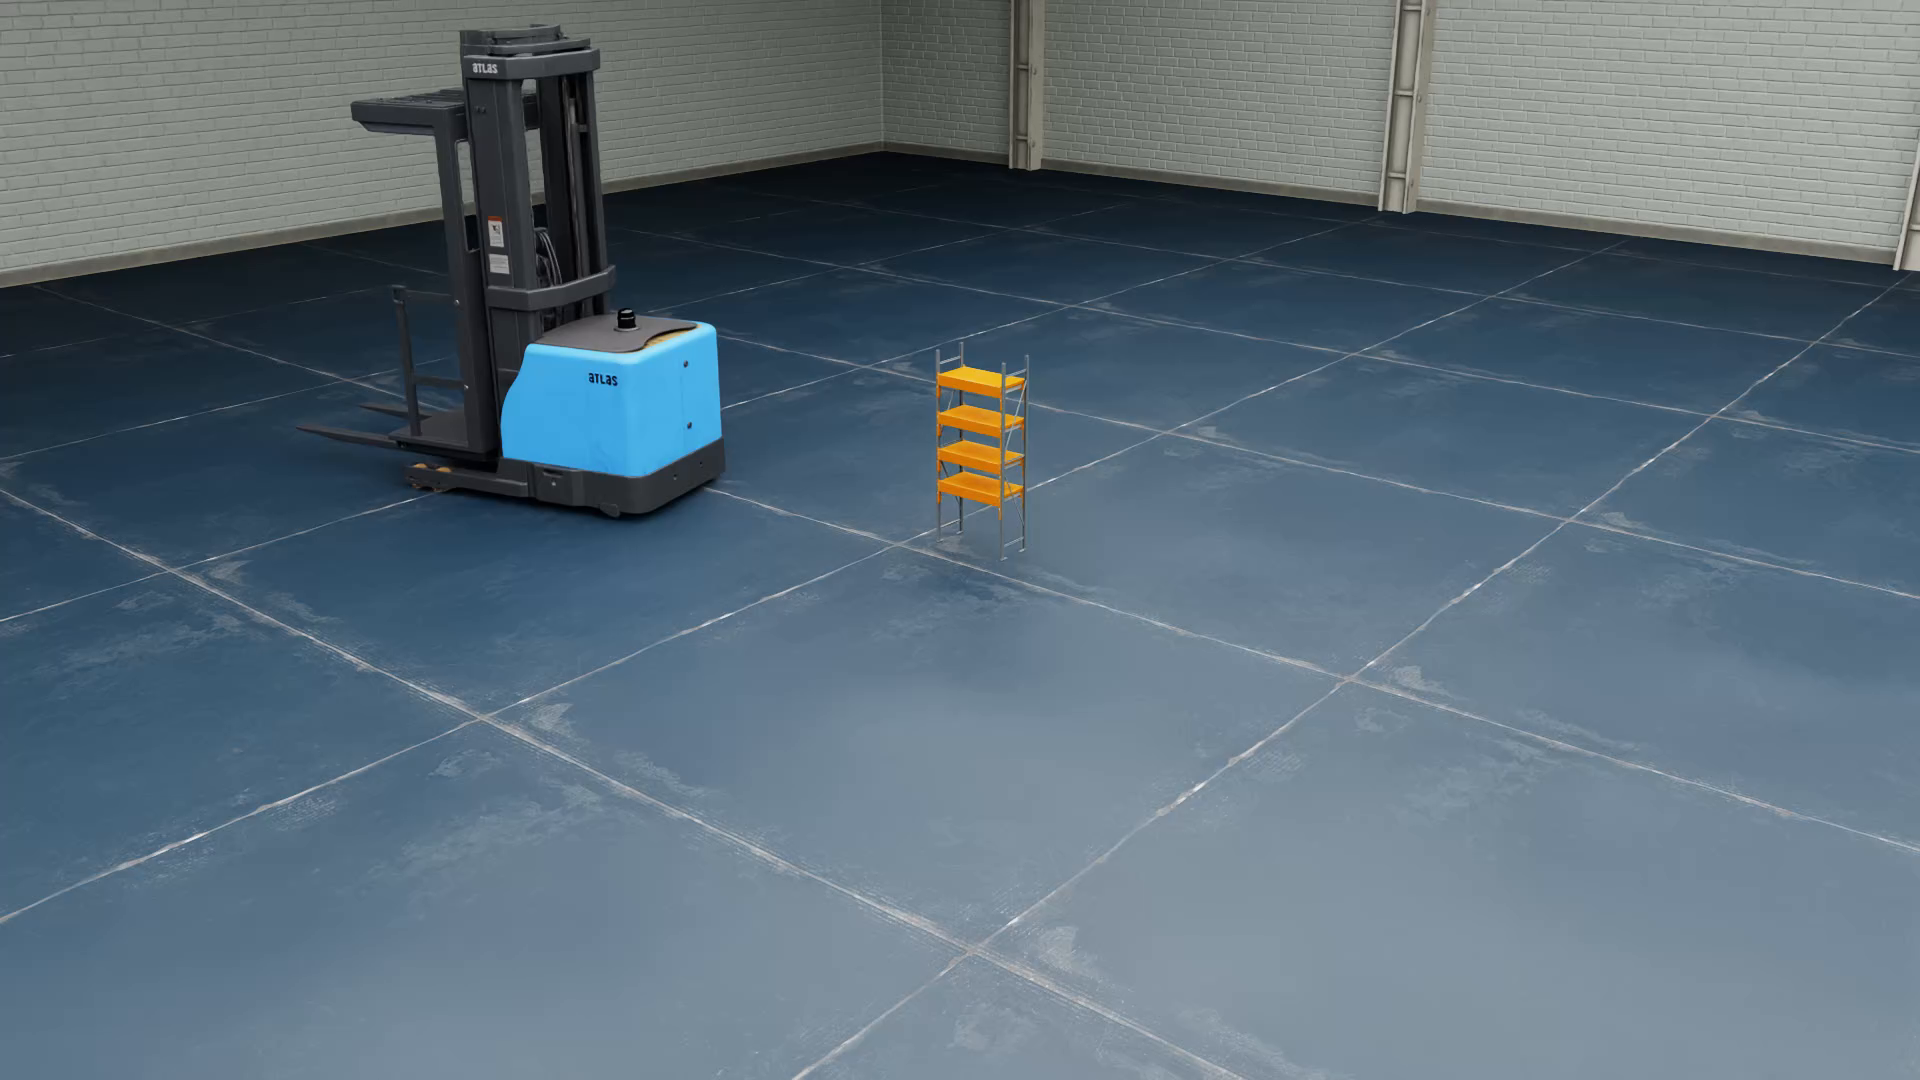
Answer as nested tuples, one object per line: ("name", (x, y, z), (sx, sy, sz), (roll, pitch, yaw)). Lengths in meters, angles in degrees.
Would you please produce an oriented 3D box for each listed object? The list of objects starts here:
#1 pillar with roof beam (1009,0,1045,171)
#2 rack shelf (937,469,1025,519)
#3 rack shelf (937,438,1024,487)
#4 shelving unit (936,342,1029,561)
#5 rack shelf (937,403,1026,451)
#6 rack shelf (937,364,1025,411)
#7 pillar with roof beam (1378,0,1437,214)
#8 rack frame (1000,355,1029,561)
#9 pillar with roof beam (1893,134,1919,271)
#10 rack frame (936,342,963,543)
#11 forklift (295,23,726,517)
("pillar with roof beam", (-1.740, -8.617, 20.264), (0.400, 9.000, 9.100), (16, 26, 36))
("rack shelf", (0.128, -0.276, 9.952), (0.480, 0.148, 0.258), (16, 26, 36))
("rack shelf", (0.128, -0.462, 9.882), (0.480, 0.148, 0.258), (16, 26, 36))
("shelving unit", (0.128, -0.524, 9.859), (0.503, 1.200, 0.258), (16, 26, 36))
("rack shelf", (0.128, -0.671, 9.803), (0.480, 0.148, 0.258), (16, 26, 36))
("rack shelf", (0.128, -0.892, 9.720), (0.480, 0.148, 0.258), (16, 26, 36))
("pillar with roof beam", (2.908, -7.278, 16.715), (0.400, 9.000, 9.100), (16, 26, 36))
("rack frame", (0.317, -0.470, 9.714), (0.015, 1.200, 0.240), (16, 26, 36))
("pillar with roof beam", (7.557, -5.939, 13.165), (0.400, 9.000, 9.100), (16, 26, 36))
("rack frame", (-0.061, -0.579, 10.003), (0.015, 1.200, 0.240), (16, 26, 36))
("forklift", (-3.141, -1.843, 10.902), (3.031, 2.935, 1.130), (9, 22, 23))
